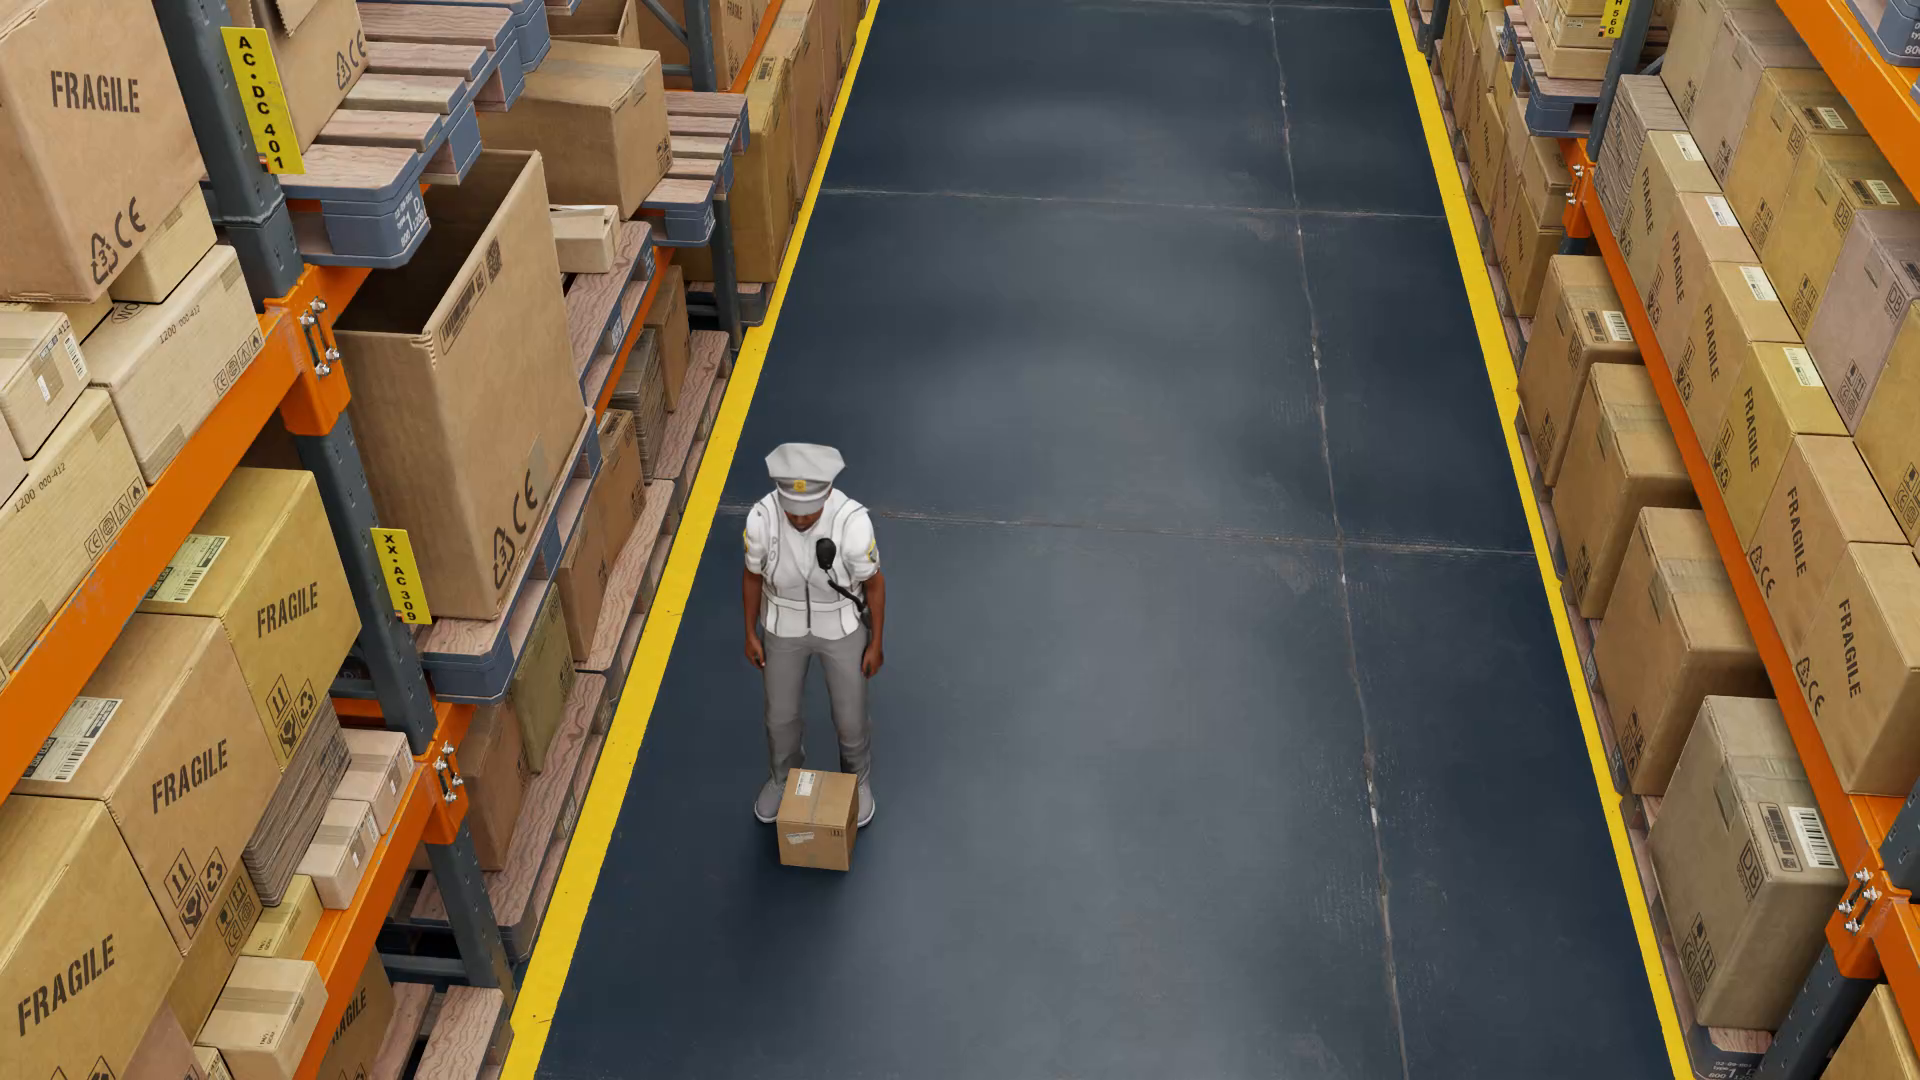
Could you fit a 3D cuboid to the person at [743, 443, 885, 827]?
[{"bbox_3d":[-0.513,0.353,5.743,0.503,1.656,0.317,3,40,4],"label":"person"}]
